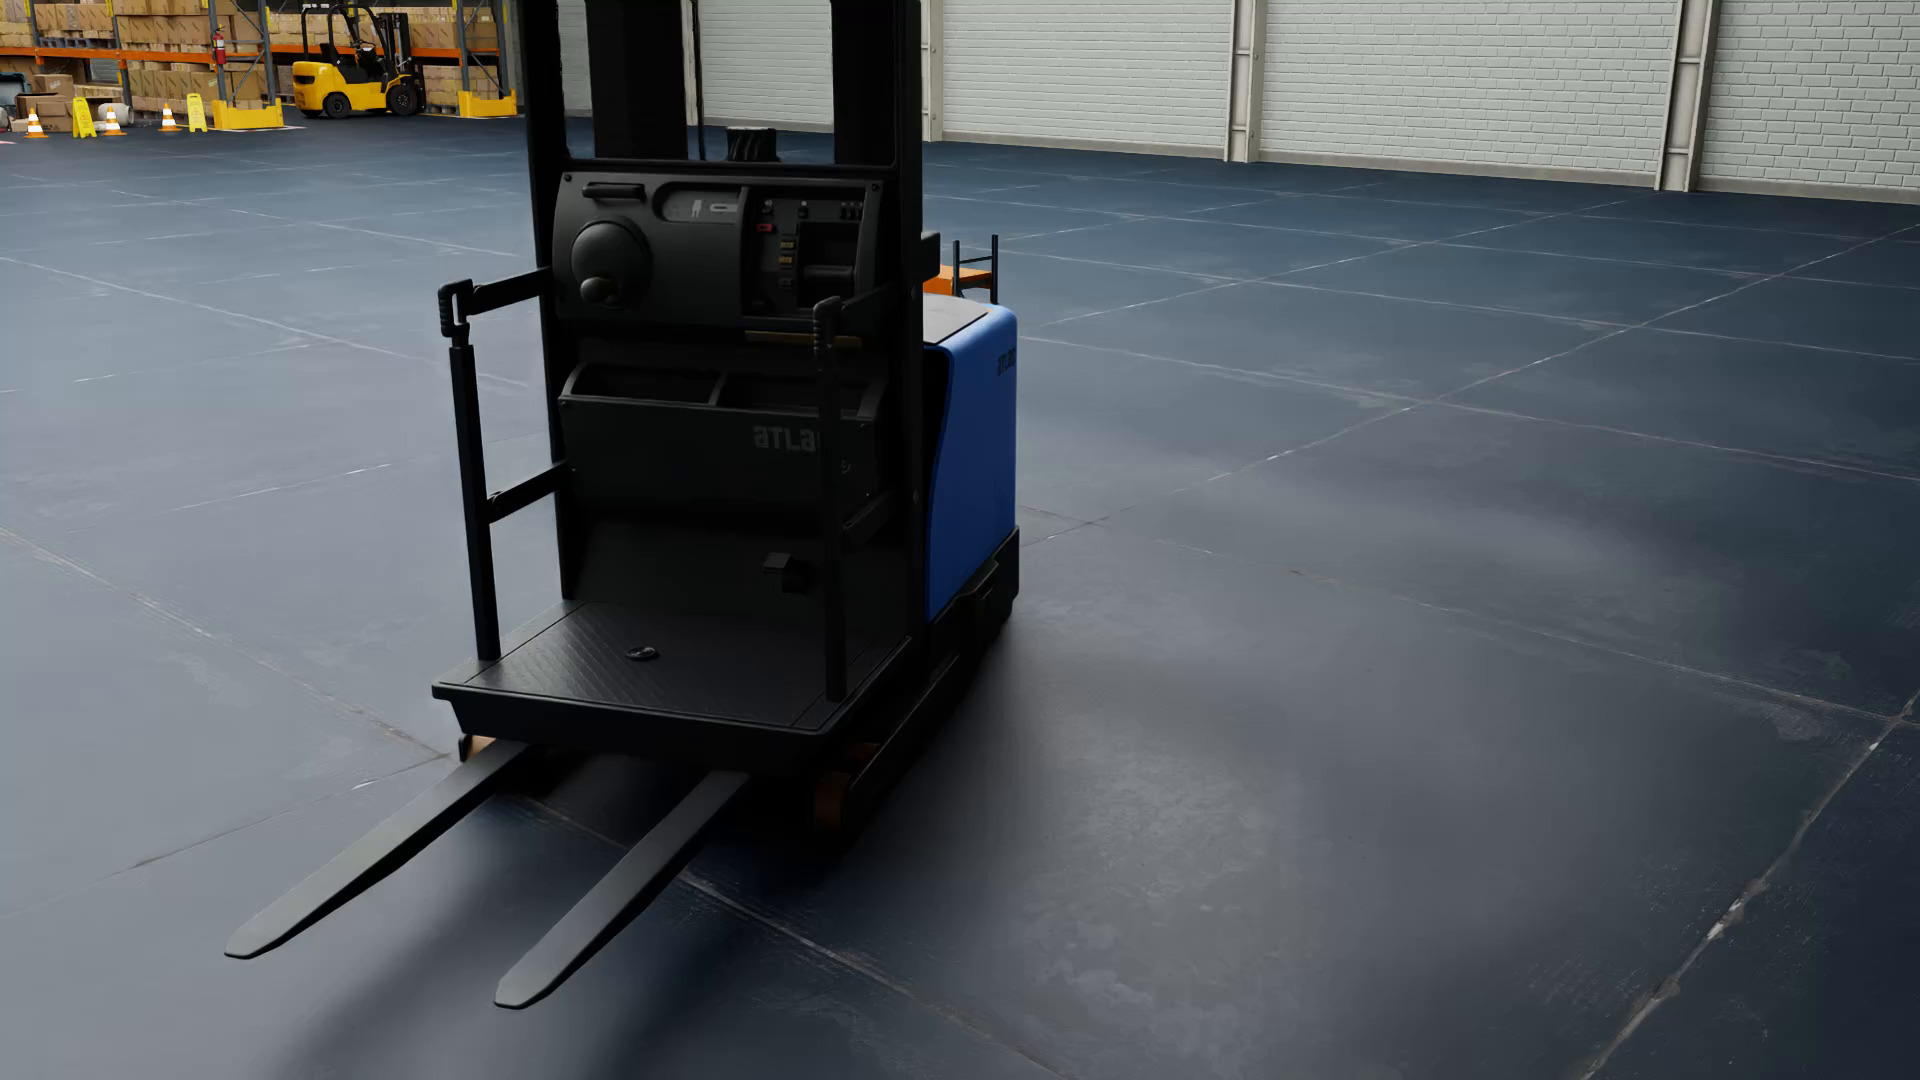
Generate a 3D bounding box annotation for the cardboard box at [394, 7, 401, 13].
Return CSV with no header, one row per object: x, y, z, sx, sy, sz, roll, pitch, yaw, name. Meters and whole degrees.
-11.506,-10.972,34.496,0.250,0.149,0.380,15,23,39,cardboard box

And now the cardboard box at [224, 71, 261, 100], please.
-13.302,-8.395,30.715,0.500,0.500,0.500,14,22,37,cardboard box

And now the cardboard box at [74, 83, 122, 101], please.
-17.874,-9.210,34.324,0.625,0.372,0.950,14,23,38,cardboard box

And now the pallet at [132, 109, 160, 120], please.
-15.330,-8.266,32.307,1.213,0.211,1.003,15,23,39,pallet

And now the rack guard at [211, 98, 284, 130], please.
-12.921,-7.742,30.180,0.348,0.500,1.175,15,23,39,rack guard

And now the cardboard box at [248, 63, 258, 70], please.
-16.486,-11.119,39.054,0.250,0.149,0.380,14,22,37,cardboard box

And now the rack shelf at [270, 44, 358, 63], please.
-14.060,-10.904,37.200,4.000,0.370,1.077,15,23,39,rack shelf

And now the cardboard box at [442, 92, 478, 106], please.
-10.133,-8.955,33.720,0.500,0.250,0.500,15,23,40,cardboard box

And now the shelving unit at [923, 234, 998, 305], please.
-0.124,-0.605,6.535,0.503,1.200,0.258,15,23,39,shelving unit

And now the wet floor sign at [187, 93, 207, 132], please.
-13.432,-7.516,29.227,0.267,0.644,0.232,-9,20,-27,wet floor sign

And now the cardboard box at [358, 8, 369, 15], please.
-12.522,-11.213,35.255,0.250,0.149,0.380,16,23,40,cardboard box

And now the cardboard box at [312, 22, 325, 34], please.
-13.869,-11.258,36.549,0.500,0.250,0.500,16,23,40,cardboard box

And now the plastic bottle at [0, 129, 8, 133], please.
-16.775,-7.141,29.012,0.133,0.061,0.283,7,19,21,plastic bottle

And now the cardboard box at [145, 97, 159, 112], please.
-15.187,-8.327,31.742,0.500,0.250,0.500,17,24,42,cardboard box

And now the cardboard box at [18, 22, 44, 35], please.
-19.379,-10.731,34.888,0.500,0.250,0.500,15,23,39,cardboard box

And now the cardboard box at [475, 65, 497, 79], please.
-9.806,-9.548,33.935,0.500,0.250,0.500,15,23,38,cardboard box

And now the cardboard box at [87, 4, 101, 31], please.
-16.725,-10.251,32.603,0.500,0.500,0.500,15,23,40,cardboard box

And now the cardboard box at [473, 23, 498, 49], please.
-9.758,-10.252,33.792,0.500,0.500,0.500,16,24,41,cardboard box

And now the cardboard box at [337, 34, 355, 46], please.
-13.114,-10.816,35.981,0.500,0.250,0.500,16,23,40,cardboard box

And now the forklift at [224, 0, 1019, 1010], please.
-0.708,-0.776,4.210,1.130,2.935,3.031,5,18,16,forklift

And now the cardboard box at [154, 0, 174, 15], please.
-14.214,-9.820,30.285,0.500,0.500,0.700,15,23,39,cardboard box

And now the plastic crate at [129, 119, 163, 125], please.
-15.226,-7.829,31.149,0.583,0.080,0.402,7,19,21,plastic crate

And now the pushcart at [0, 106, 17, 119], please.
-17.332,-7.946,31.025,0.936,0.377,1.648,7,19,21,pushcart

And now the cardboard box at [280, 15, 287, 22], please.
-15.103,-11.775,37.519,0.250,0.149,0.380,16,24,41,cardboard box

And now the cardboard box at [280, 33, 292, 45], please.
-15.013,-11.330,37.603,0.500,0.250,0.500,14,23,38,cardboard box

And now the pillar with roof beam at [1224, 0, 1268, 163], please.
1.111,-8.657,19.014,0.400,9.000,9.100,15,23,39,pillar with roof beam

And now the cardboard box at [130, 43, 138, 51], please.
-15.610,-9.427,31.772,0.250,0.149,0.380,16,24,41,cardboard box

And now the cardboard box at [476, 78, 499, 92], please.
-9.786,-9.311,34.018,0.500,0.250,0.500,16,23,40,cardboard box

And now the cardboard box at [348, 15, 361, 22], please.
-12.967,-11.220,35.771,0.250,0.149,0.380,16,24,41,cardboard box

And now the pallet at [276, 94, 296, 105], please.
-14.966,-10.145,38.230,1.213,0.211,1.003,15,23,39,pallet

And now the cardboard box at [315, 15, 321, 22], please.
-13.942,-11.470,36.558,0.250,0.149,0.380,15,23,40,cardboard box

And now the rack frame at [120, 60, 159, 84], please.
-21.539,-13.255,43.418,0.127,3.000,1.000,15,23,39,rack frame

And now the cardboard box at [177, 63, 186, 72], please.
-14.141,-8.686,30.562,0.250,0.149,0.380,16,23,40,cardboard box

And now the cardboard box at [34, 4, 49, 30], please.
-18.665,-10.771,34.242,0.500,0.500,0.500,14,22,38,cardboard box

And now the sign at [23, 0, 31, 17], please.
-19.214,-10.950,34.243,0.005,0.325,0.100,15,23,39,sign

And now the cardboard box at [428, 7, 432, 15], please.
-10.536,-10.721,33.704,0.250,0.149,0.380,15,23,40,cardboard box

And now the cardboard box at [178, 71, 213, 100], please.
-14.029,-8.371,30.642,0.500,0.500,0.500,16,24,41,cardboard box

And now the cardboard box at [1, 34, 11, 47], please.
-20.157,-10.700,35.615,0.500,0.250,0.500,15,23,39,cardboard box

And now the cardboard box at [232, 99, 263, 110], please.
-13.284,-8.032,30.814,0.500,0.250,0.500,15,23,39,cardboard box

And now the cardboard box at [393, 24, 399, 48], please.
-11.625,-10.542,34.707,0.500,0.500,0.500,15,23,39,cardboard box

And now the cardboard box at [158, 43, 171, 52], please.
-14.676,-9.163,30.940,0.250,0.149,0.380,15,23,39,cardboard box

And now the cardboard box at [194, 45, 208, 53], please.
-13.549,-8.851,29.958,0.250,0.149,0.380,15,23,39,cardboard box

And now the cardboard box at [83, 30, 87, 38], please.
-17.177,-10.051,33.044,0.250,0.149,0.380,15,23,39,cardboard box

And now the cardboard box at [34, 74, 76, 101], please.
-17.015,-8.482,31.261,0.500,0.500,0.500,15,23,39,cardboard box

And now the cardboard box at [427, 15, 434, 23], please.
-10.560,-10.568,33.715,0.250,0.149,0.380,15,23,39,cardboard box

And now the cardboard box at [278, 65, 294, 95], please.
-15.098,-10.588,38.248,0.625,0.625,0.875,16,24,41,cardboard box

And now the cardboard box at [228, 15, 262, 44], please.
-13.034,-9.266,30.192,0.500,0.500,0.500,15,23,38,cardboard box

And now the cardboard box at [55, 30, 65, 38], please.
-18.173,-10.308,33.854,0.250,0.149,0.380,15,23,40,cardboard box

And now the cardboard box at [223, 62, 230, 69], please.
-17.438,-11.389,39.906,0.250,0.149,0.380,16,24,41,cardboard box

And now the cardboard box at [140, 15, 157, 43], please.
-14.954,-9.560,31.120,0.500,0.500,0.500,15,23,39,cardboard box
